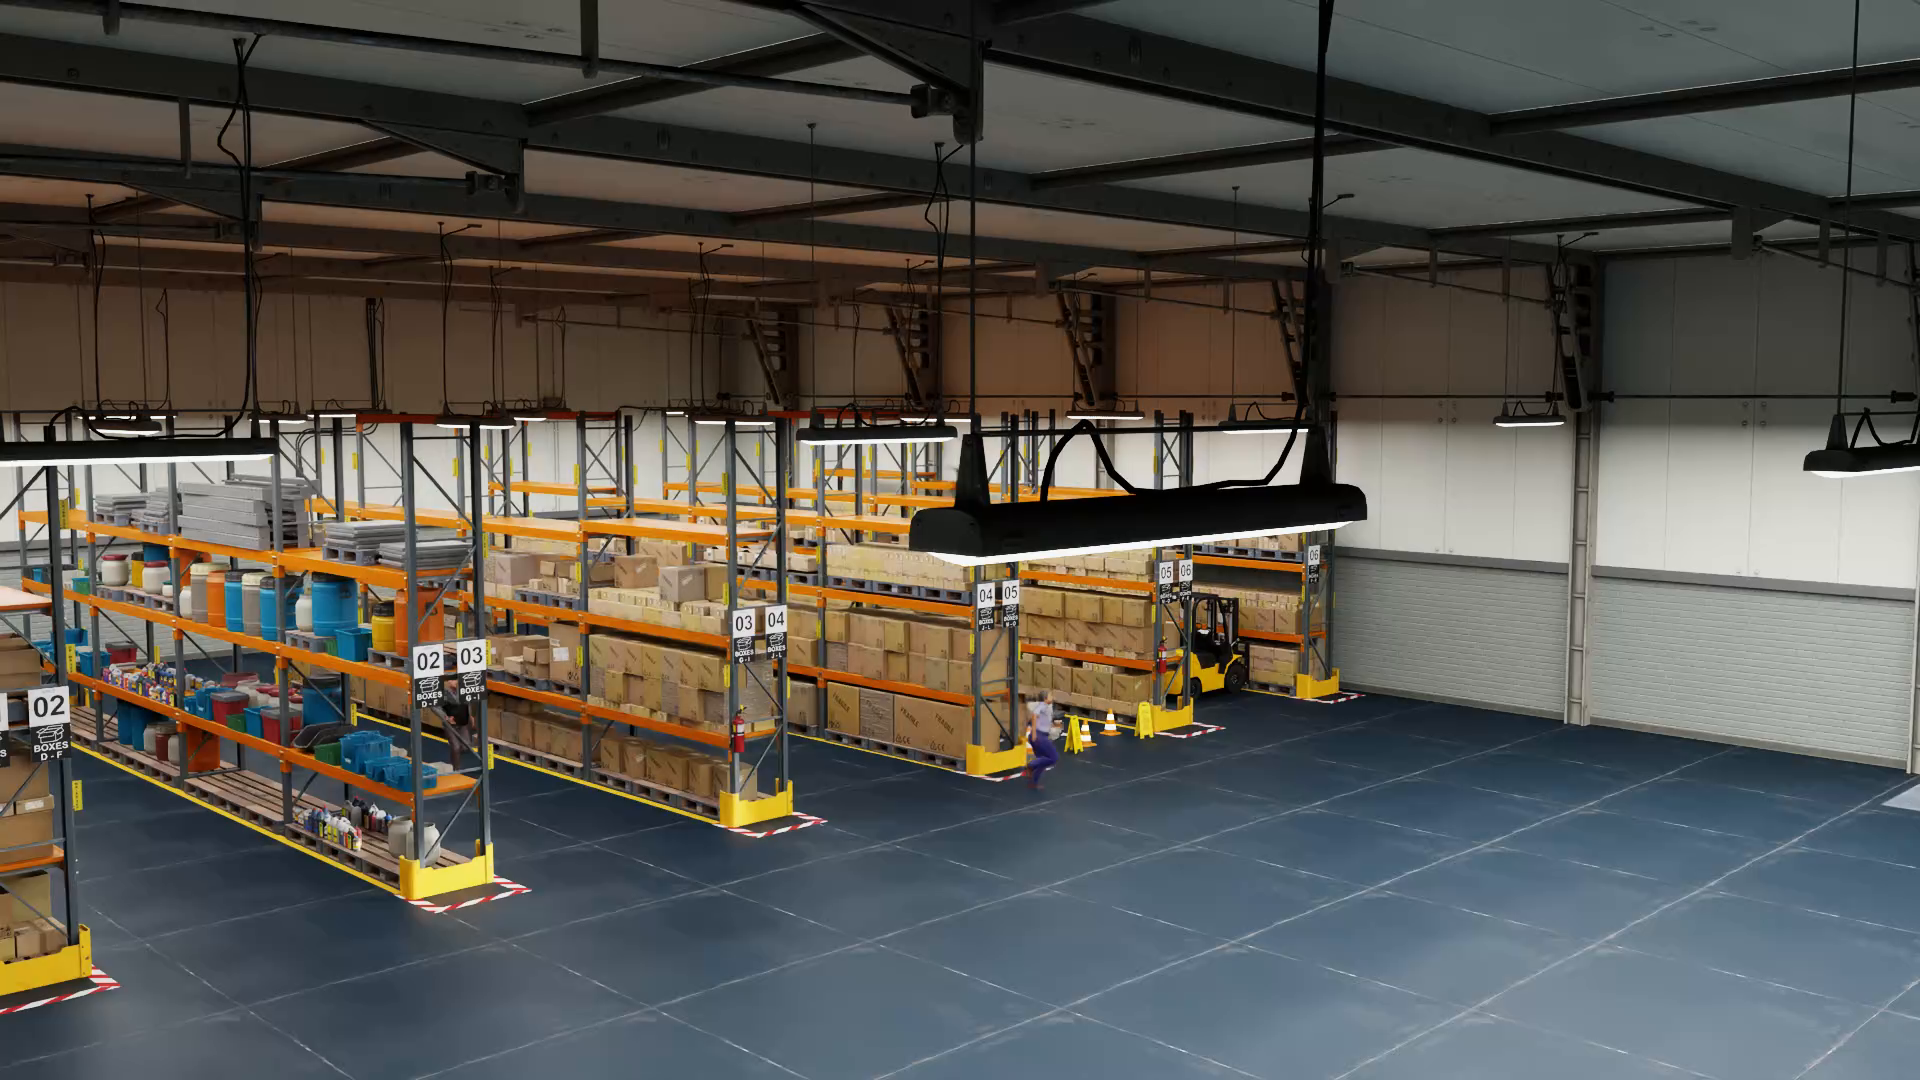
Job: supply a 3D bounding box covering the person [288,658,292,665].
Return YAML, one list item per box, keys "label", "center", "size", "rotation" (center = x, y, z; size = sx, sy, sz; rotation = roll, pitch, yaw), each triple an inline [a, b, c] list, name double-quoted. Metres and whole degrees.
- label: "person"
  center: [-14.873, 2.274, 37.312]
  size: [0.911, 1.695, 0.592]
  rotation: [-2, 5, -21]

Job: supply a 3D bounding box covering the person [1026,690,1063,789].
- label: "person"
  center: [1.362, 3.219, 26.798]
  size: [0.605, 1.599, 0.646]
  rotation: [0, 5, -3]

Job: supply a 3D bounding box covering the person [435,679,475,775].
- label: "person"
  center: [-8.426, 3.093, 27.763]
  size: [0.661, 1.682, 0.585]
  rotation: [-4, 6, -39]
